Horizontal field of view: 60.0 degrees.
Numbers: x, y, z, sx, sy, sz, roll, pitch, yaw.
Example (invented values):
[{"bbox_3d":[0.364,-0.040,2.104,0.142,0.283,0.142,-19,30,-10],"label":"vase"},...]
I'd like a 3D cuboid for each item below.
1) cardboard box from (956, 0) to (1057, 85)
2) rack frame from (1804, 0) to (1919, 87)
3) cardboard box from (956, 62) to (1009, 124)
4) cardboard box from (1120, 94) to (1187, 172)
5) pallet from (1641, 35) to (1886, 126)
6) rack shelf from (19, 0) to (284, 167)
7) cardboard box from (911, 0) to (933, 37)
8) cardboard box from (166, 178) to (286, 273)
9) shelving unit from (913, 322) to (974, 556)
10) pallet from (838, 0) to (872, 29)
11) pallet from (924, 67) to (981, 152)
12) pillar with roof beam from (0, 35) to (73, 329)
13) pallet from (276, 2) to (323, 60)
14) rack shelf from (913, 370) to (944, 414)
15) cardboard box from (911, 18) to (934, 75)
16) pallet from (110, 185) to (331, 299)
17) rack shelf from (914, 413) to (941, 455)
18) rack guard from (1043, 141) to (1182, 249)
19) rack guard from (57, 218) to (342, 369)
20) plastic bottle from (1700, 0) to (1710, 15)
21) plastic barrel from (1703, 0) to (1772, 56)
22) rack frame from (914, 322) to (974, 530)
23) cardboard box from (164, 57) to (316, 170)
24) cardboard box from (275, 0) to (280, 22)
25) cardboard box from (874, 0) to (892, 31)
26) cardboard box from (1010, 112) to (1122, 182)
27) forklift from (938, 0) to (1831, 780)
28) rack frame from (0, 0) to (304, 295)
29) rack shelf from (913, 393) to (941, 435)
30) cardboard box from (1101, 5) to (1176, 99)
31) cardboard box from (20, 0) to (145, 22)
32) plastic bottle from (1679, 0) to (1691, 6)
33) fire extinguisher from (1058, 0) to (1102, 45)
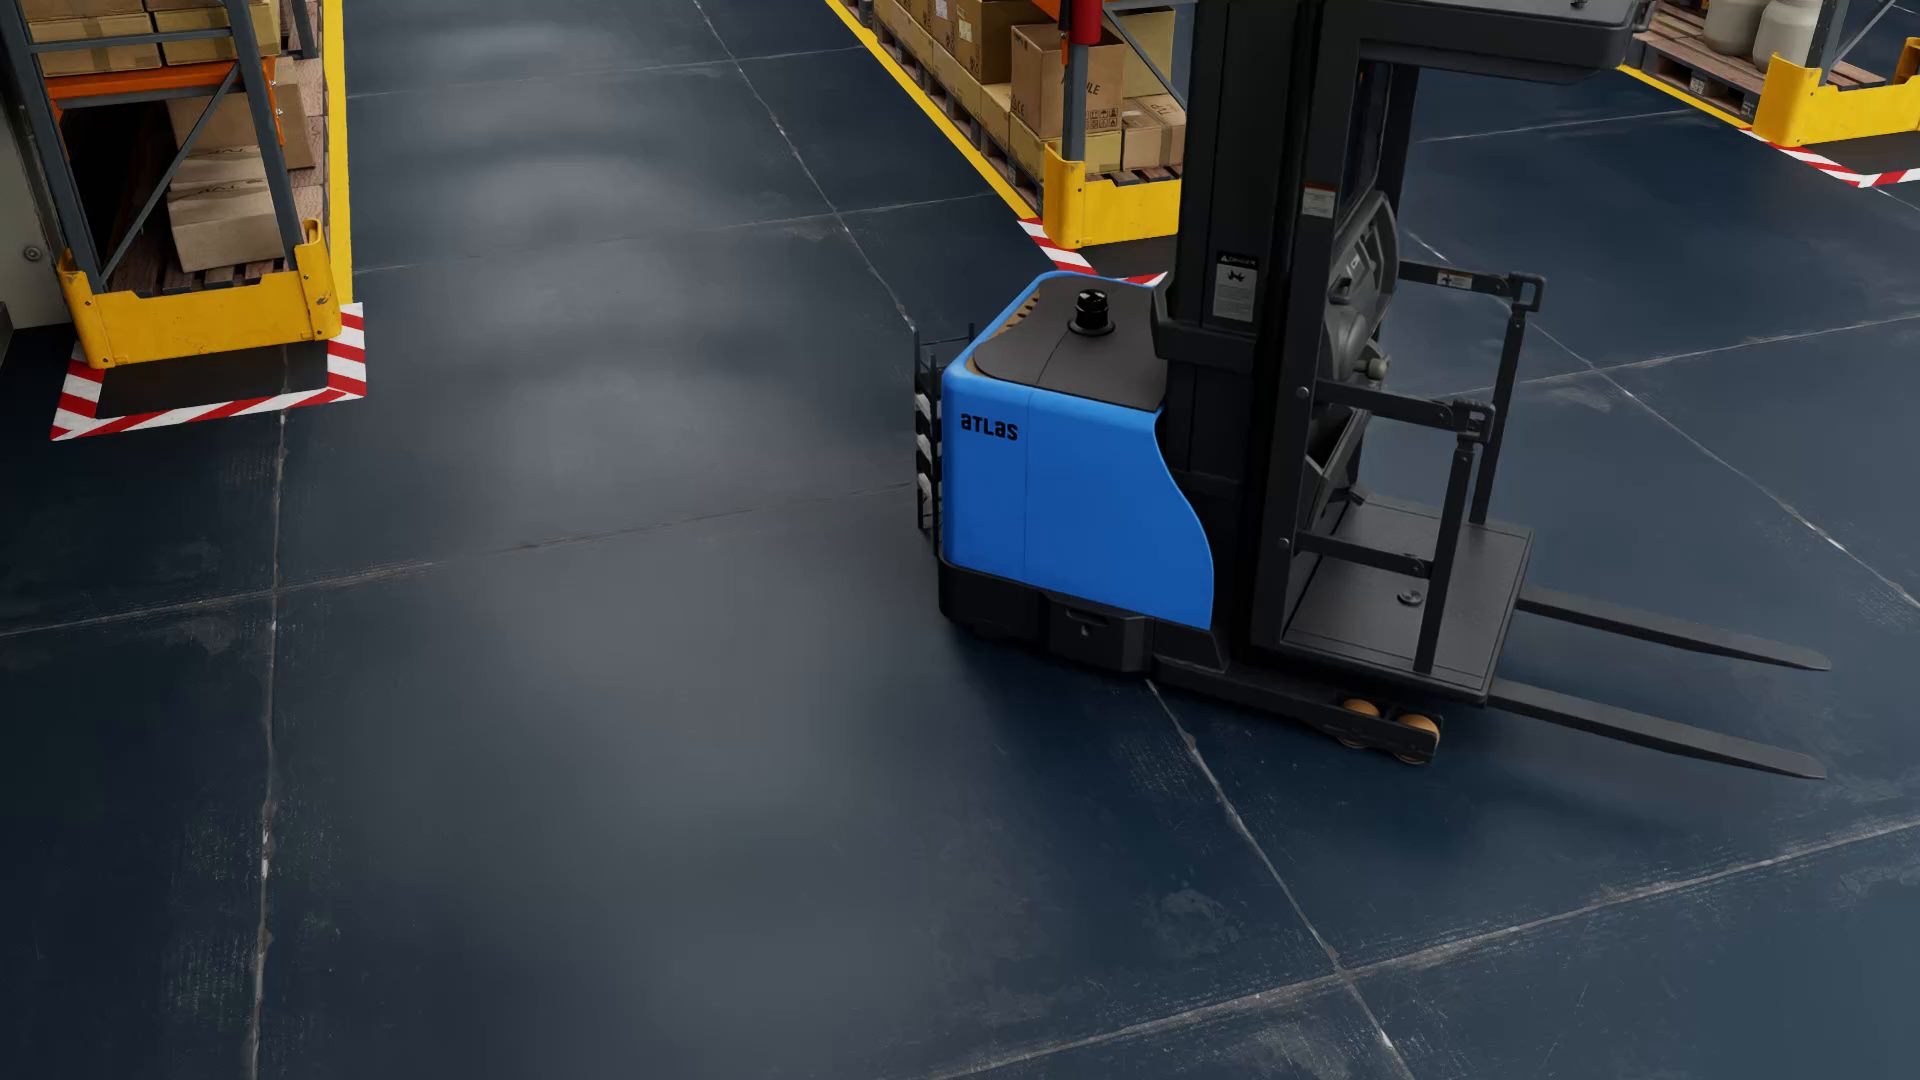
[{"bbox_3d":[0.285,-3.143,10.219,0.500,0.500,0.500,-10,35,-15],"label":"cardboard box"},{"bbox_3d":[5.770,-3.879,9.900,1.000,3.000,0.127,-10,35,-15],"label":"rack frame"},{"bbox_3d":[0.288,-2.831,10.427,0.500,0.250,0.500,-10,35,-15],"label":"cardboard box"},{"bbox_3d":[1.100,-2.395,9.767,0.500,0.250,0.500,-10,35,-15],"label":"cardboard box"},{"bbox_3d":[5.459,-3.175,11.364,1.003,0.211,1.213,-10,35,-15],"label":"pallet"},{"bbox_3d":[-4.275,-2.963,9.166,1.077,0.370,4.000,-10,35,-15],"label":"rack shelf"},{"bbox_3d":[-0.020,-3.668,11.014,0.500,0.500,0.500,-10,35,-15],"label":"cardboard box"},{"bbox_3d":[-3.790,-1.654,8.571,0.500,0.311,0.500,-14,36,-20],"label":"cardboard box"},{"bbox_3d":[-0.026,-0.386,6.517,0.258,0.900,0.210,-11,35,-16],"label":"shelving unit"},{"bbox_3d":[-0.431,-4.365,13.165,1.003,0.211,1.213,-10,35,-15],"label":"pallet"},{"bbox_3d":[0.410,-2.919,10.976,1.003,0.211,1.213,-10,35,-15],"label":"pallet"},{"bbox_3d":[-0.603,-5.662,7.157,9.100,9.000,0.400,-10,35,-15],"label":"pillar with roof beam"},{"bbox_3d":[-5.124,-3.559,11.944,1.003,0.211,1.213,-10,35,-15],"label":"pallet"},{"bbox_3d":[-0.027,-0.583,6.386,0.258,0.077,0.200,-11,35,-16],"label":"rack shelf"},{"bbox_3d":[-0.021,-3.355,11.220,0.500,0.250,0.500,-10,35,-15],"label":"cardboard box"},{"bbox_3d":[-3.902,-1.522,8.862,1.003,0.211,1.213,-10,35,-15],"label":"pallet"},{"bbox_3d":[-0.026,-0.433,6.485,0.258,0.077,0.200,-11,35,-16],"label":"rack shelf"},{"bbox_3d":[1.059,-1.993,9.313,1.175,0.500,0.348,-10,35,-15],"label":"rack guard"},{"bbox_3d":[-3.688,-1.210,8.128,1.175,0.500,0.348,-10,35,-15],"label":"rack guard"},{"bbox_3d":[5.482,-3.954,12.152,0.097,0.201,0.097,0,33,0],"label":"plastic bottle"},{"bbox_3d":[5.343,-3.613,11.372,0.421,0.512,0.421,0,33,0],"label":"plastic barrel"},{"bbox_3d":[-0.059,-0.439,6.597,0.240,0.900,0.006,-11,35,-16],"label":"rack frame"},{"bbox_3d":[-4.141,-2.425,9.568,0.700,0.500,0.500,-12,35,-18],"label":"cardboard box"},{"bbox_3d":[-3.684,-2.739,8.292,0.500,0.250,0.500,-11,35,-16],"label":"cardboard box"},{"bbox_3d":[-0.316,-3.882,12.017,0.500,0.250,0.500,-10,35,-15],"label":"cardboard box"},{"bbox_3d":[0.606,-2.308,9.636,0.500,0.250,0.500,-10,35,-15],"label":"cardboard box"},{"bbox_3d":[1.480,-0.803,5.307,3.031,2.935,1.130,14,36,20],"label":"forklift"},{"bbox_3d":[-3.665,-2.213,7.379,1.000,3.000,0.127,-10,35,-15],"label":"rack frame"},{"bbox_3d":[-0.027,-0.508,6.436,0.258,0.077,0.200,-11,35,-16],"label":"rack shelf"},{"bbox_3d":[0.945,-2.970,9.957,0.500,0.500,0.500,-10,35,-15],"label":"cardboard box"},{"bbox_3d":[-4.011,-2.684,7.528,0.500,0.500,0.500,-10,35,-15],"label":"cardboard box"},{"bbox_3d":[5.409,-4.109,12.323,0.097,0.271,0.097,0,33,0],"label":"plastic bottle"},{"bbox_3d":[0.645,-2.876,8.452,0.296,0.674,0.183,-10,35,-15],"label":"fire extinguisher"}]
